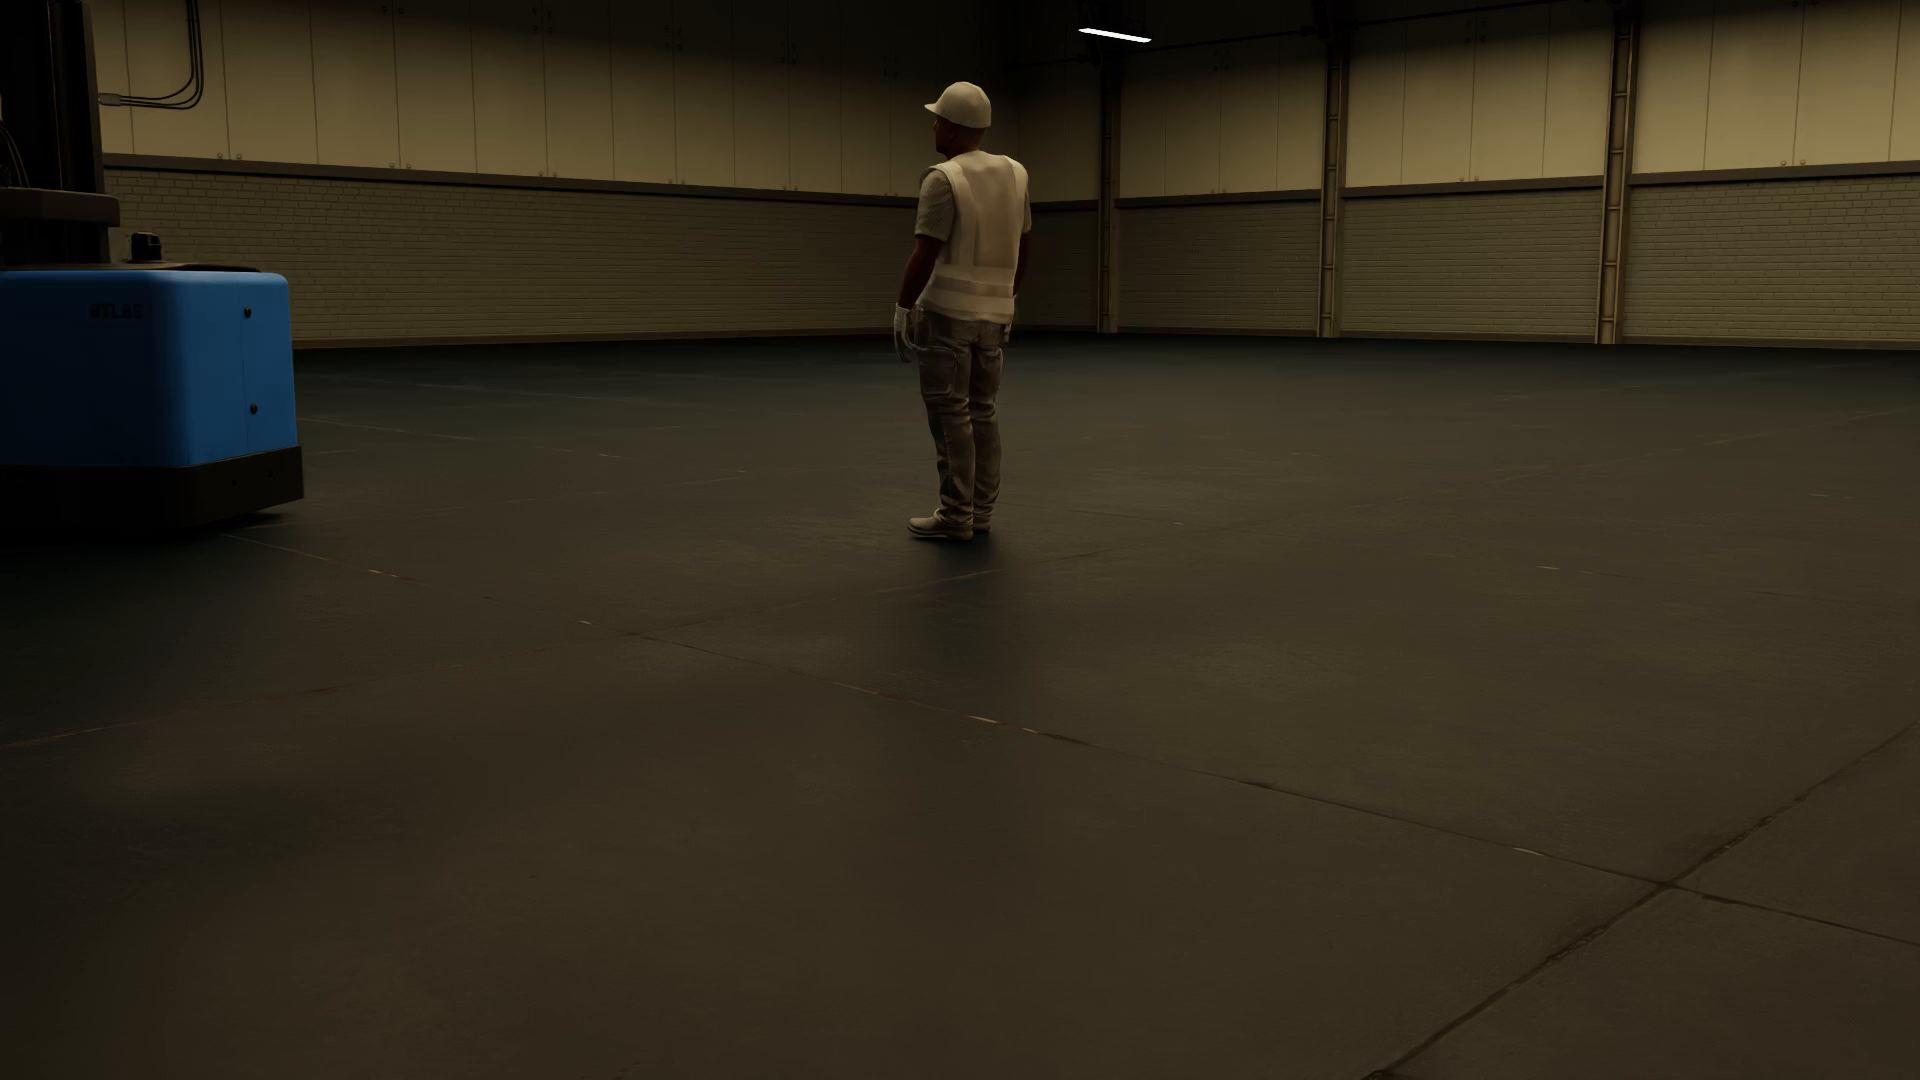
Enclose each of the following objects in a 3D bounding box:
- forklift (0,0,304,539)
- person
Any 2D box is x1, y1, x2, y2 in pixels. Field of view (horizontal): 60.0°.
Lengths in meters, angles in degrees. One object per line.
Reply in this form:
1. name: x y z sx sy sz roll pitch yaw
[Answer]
1. forklift: -4.496 -1.520 6.967 3.031 2.935 1.130 1 9 5
2. person: -0.045 -0.897 6.639 0.577 1.782 0.656 8 12 43
